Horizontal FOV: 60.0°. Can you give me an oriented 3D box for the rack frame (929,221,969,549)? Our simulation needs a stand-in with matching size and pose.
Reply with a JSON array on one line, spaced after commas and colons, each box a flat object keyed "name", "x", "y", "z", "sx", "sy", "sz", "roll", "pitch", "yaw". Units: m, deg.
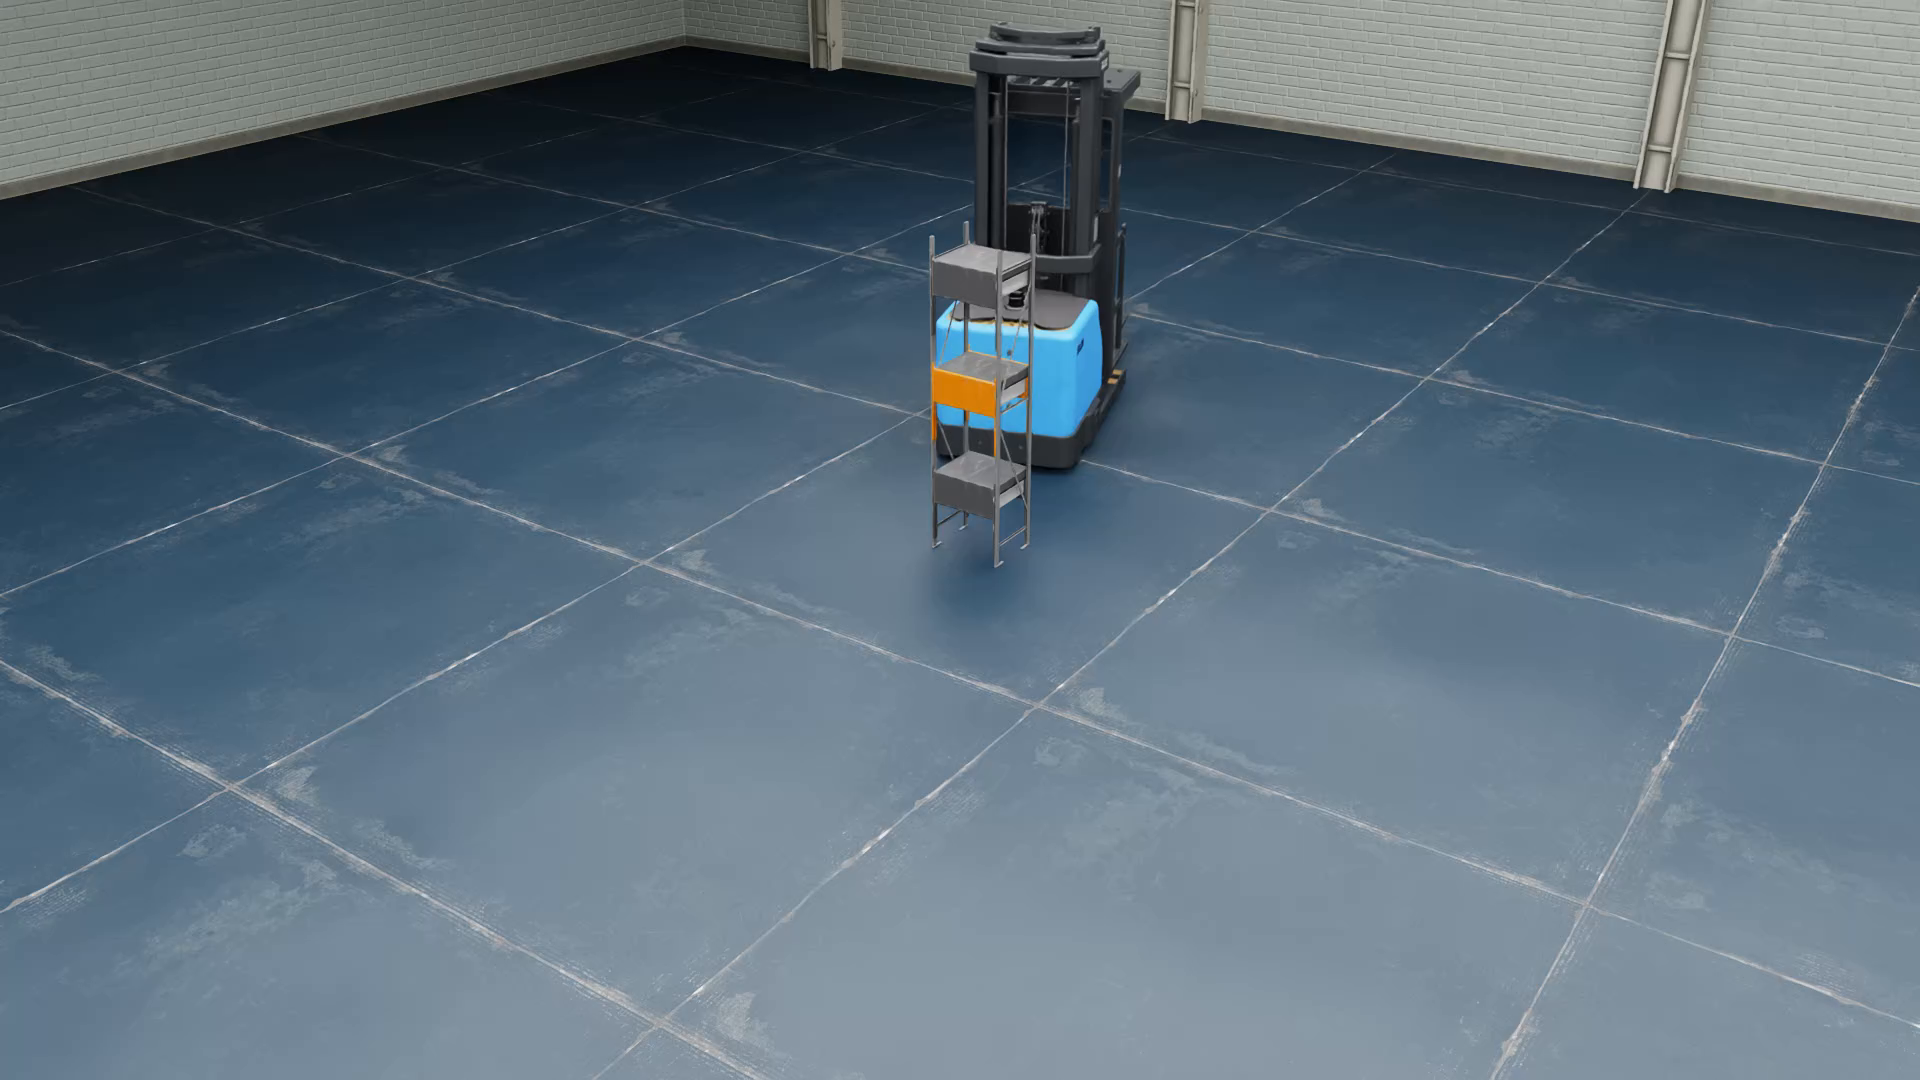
[{"name": "rack frame", "x": -0.065, "y": -0.956, "z": 10.587, "sx": 0.015, "sy": 2.100, "sz": 0.400, "roll": 17, "pitch": 32, "yaw": 30}]

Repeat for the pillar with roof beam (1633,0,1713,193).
[{"name": "pillar with roof beam", "x": 5.454, "y": -6.409, "z": 13.697, "sx": 0.400, "sy": 9.000, "sz": 9.100, "roll": 17, "pitch": 32, "yaw": 30}]

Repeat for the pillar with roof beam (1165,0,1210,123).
[{"name": "pillar with roof beam", "x": 0.508, "y": -7.950, "z": 16.724, "sx": 0.400, "sy": 9.000, "sz": 9.100, "roll": 17, "pitch": 32, "yaw": 30}]

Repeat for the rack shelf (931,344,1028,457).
[{"name": "rack shelf", "x": 0.136, "y": -0.881, "z": 10.470, "sx": 0.480, "sy": 0.518, "sz": 0.431, "roll": 17, "pitch": 32, "yaw": 30}]

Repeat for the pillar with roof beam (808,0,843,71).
[{"name": "pillar with roof beam", "x": -4.437, "y": -9.491, "z": 19.752, "sx": 0.400, "sy": 9.000, "sz": 9.100, "roll": 17, "pitch": 32, "yaw": 30}]

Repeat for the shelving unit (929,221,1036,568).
[{"name": "shelving unit", "x": 0.136, "y": -0.893, "z": 10.464, "sx": 0.503, "sy": 2.100, "sz": 0.431, "roll": 17, "pitch": 32, "yaw": 30}]

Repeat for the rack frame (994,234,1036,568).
[{"name": "rack frame", "x": 0.338, "y": -0.831, "z": 10.341, "sx": 0.015, "sy": 2.100, "sz": 0.400, "roll": 17, "pitch": 32, "yaw": 30}]

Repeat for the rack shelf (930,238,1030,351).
[{"name": "rack shelf", "x": 0.136, "y": -1.505, "z": 10.153, "sx": 0.480, "sy": 0.518, "sz": 0.431, "roll": 17, "pitch": 32, "yaw": 30}]

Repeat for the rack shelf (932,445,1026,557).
[{"name": "rack shelf", "x": 0.136, "y": -0.257, "z": 10.788, "sx": 0.480, "sy": 0.518, "sz": 0.431, "roll": 17, "pitch": 32, "yaw": 30}]

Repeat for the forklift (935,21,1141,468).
[{"name": "forklift", "x": 0.710, "y": -2.467, "z": 12.640, "sx": 1.130, "sy": 2.935, "sz": 3.031, "roll": 7, "pitch": 28, "yaw": 14}]
